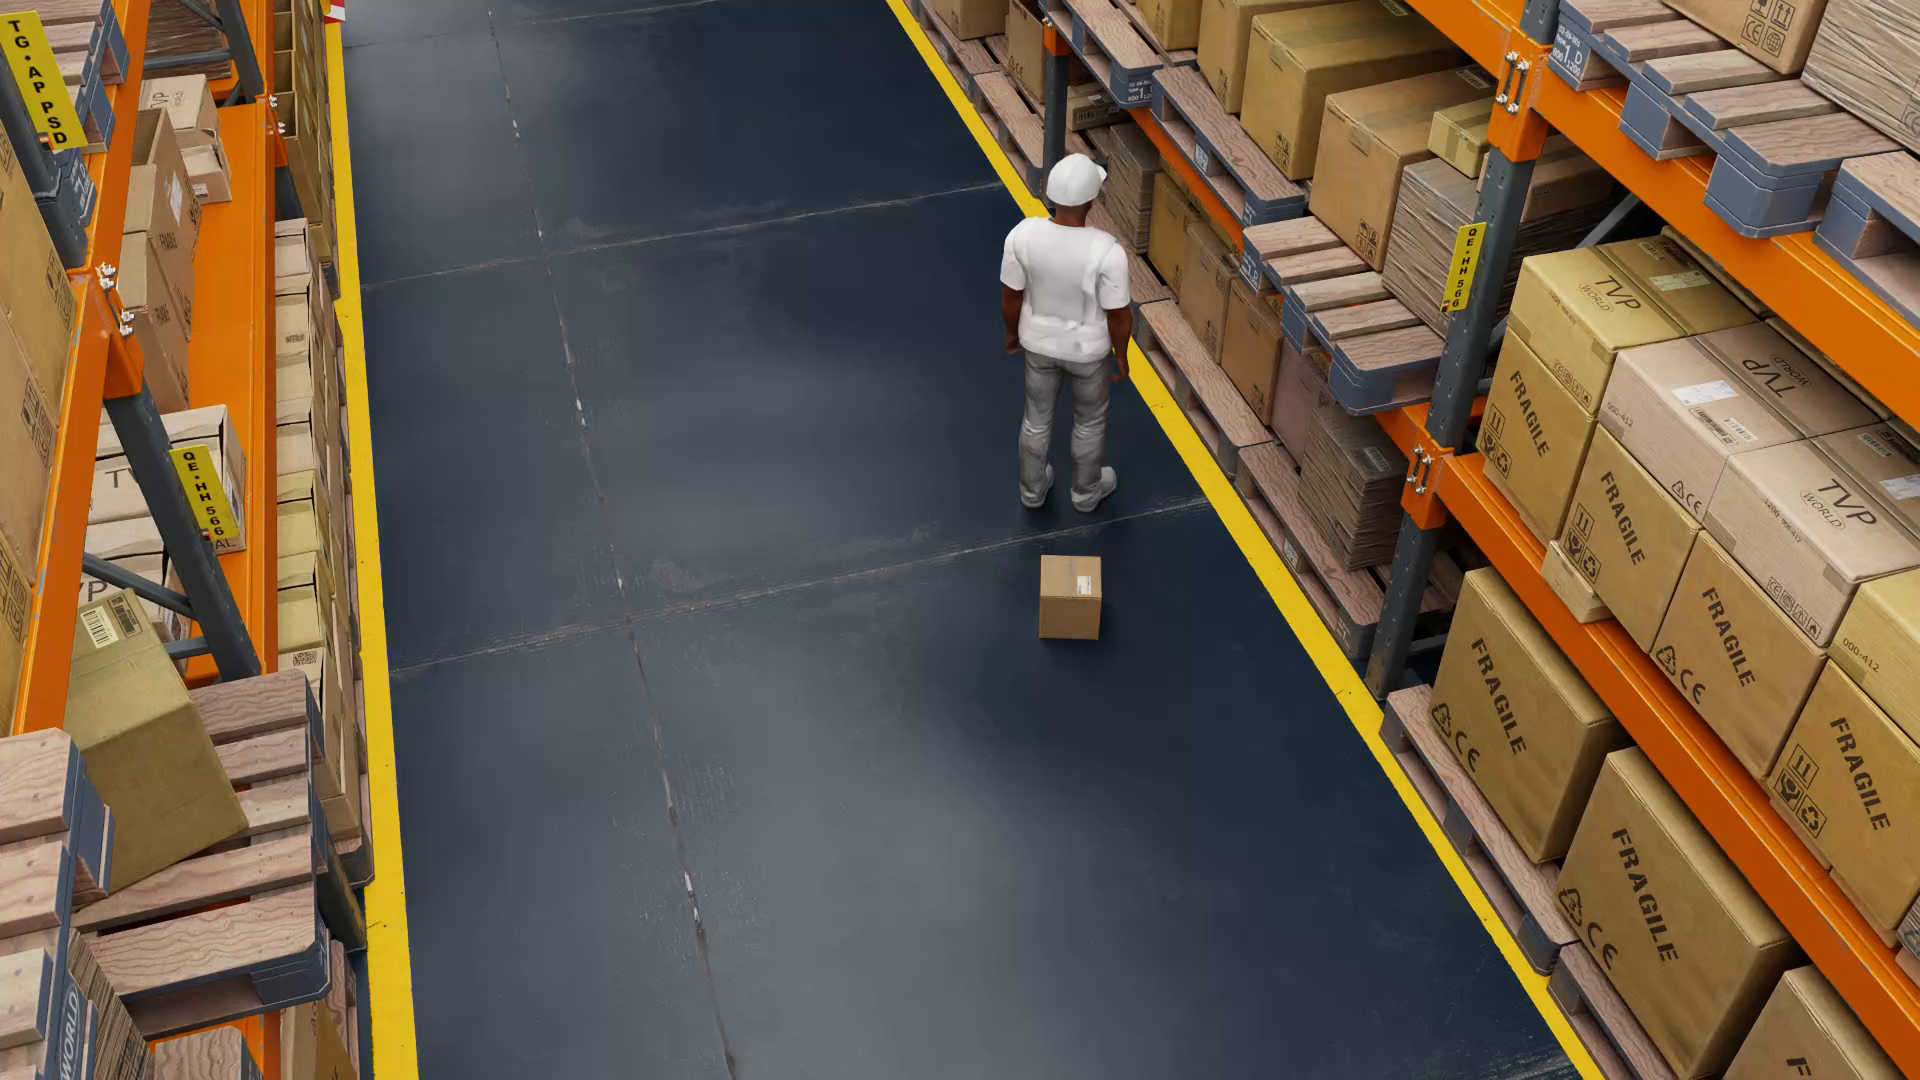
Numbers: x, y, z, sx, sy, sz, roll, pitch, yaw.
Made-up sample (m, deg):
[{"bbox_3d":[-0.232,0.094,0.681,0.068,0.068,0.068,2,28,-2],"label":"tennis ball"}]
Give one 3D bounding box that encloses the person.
[{"bbox_3d":[0.472,-0.866,7.104,0.565,1.772,0.424,15,44,16],"label":"person"}]
